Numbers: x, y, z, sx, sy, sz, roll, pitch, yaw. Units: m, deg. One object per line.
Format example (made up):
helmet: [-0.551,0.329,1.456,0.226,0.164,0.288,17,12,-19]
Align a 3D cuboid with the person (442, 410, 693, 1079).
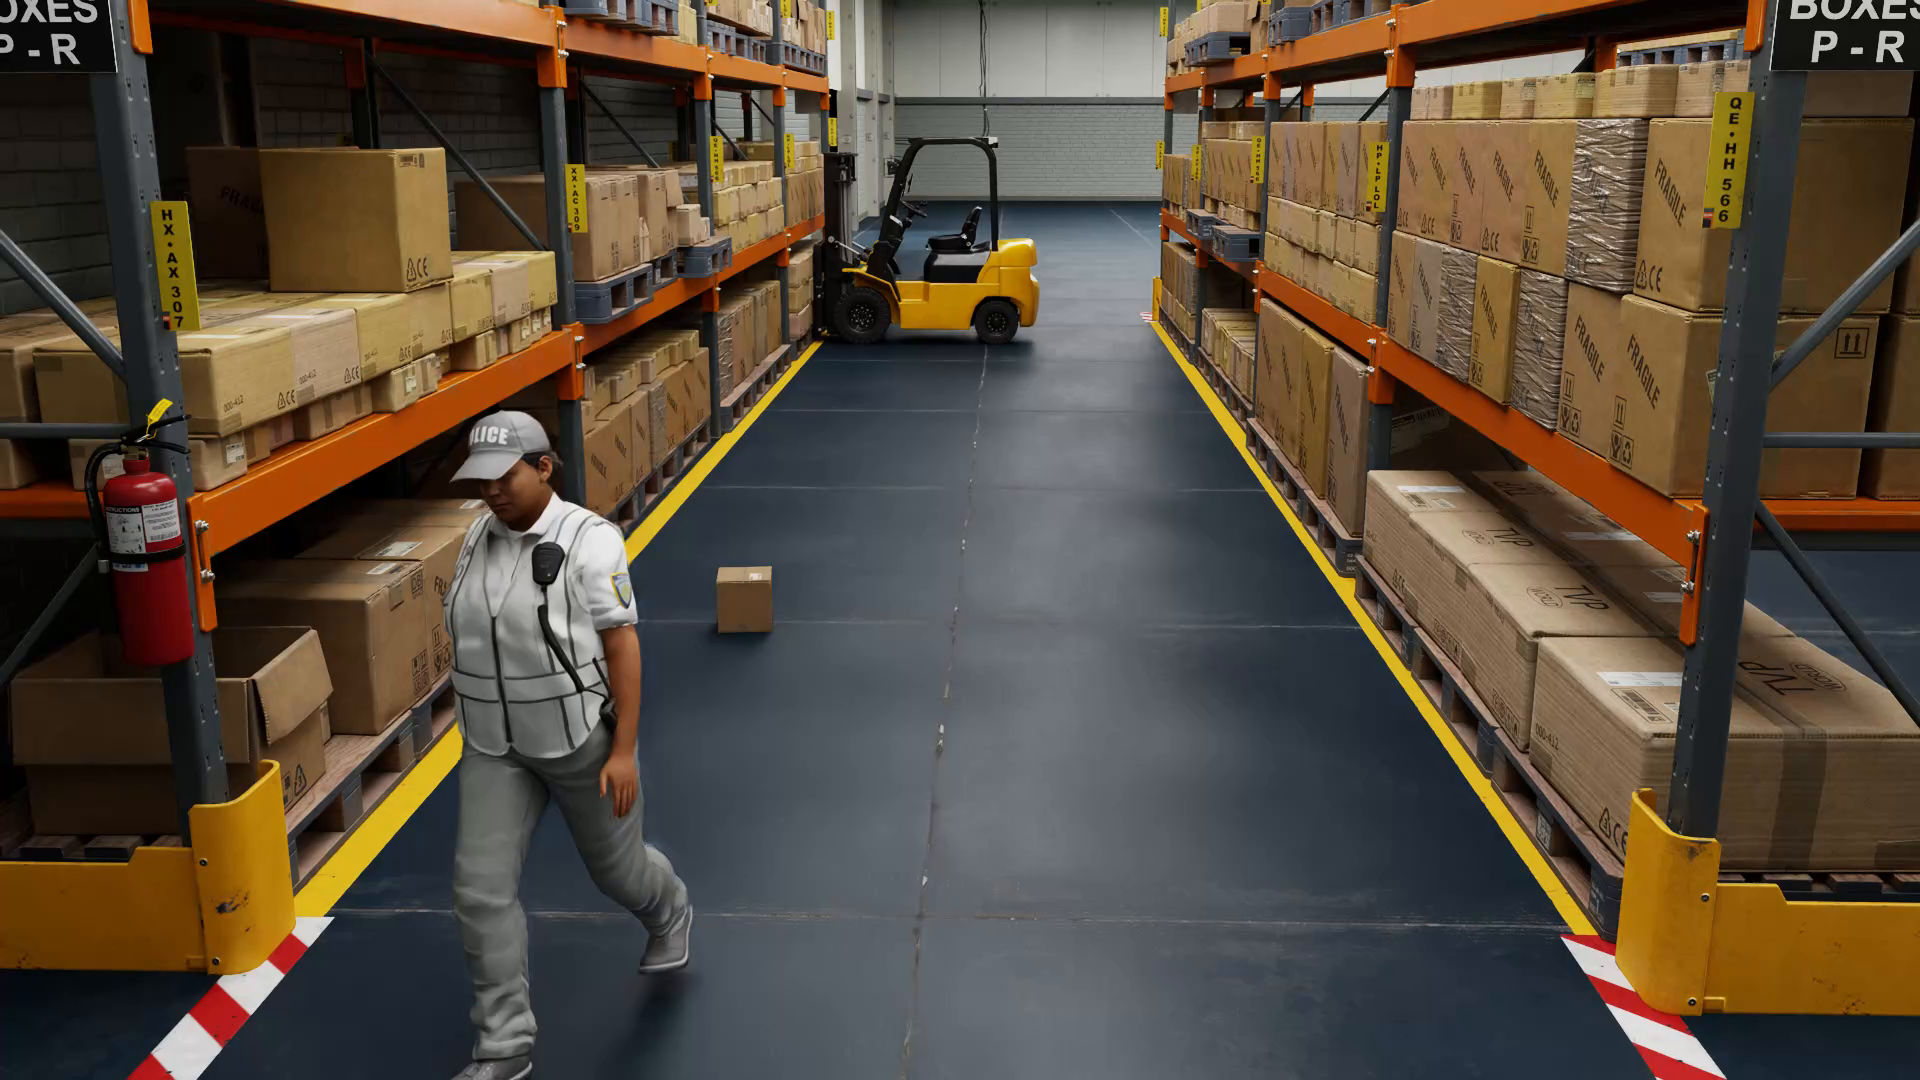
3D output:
person: [-1.000,0.483,4.088,0.512,1.615,0.939,4,14,14]
